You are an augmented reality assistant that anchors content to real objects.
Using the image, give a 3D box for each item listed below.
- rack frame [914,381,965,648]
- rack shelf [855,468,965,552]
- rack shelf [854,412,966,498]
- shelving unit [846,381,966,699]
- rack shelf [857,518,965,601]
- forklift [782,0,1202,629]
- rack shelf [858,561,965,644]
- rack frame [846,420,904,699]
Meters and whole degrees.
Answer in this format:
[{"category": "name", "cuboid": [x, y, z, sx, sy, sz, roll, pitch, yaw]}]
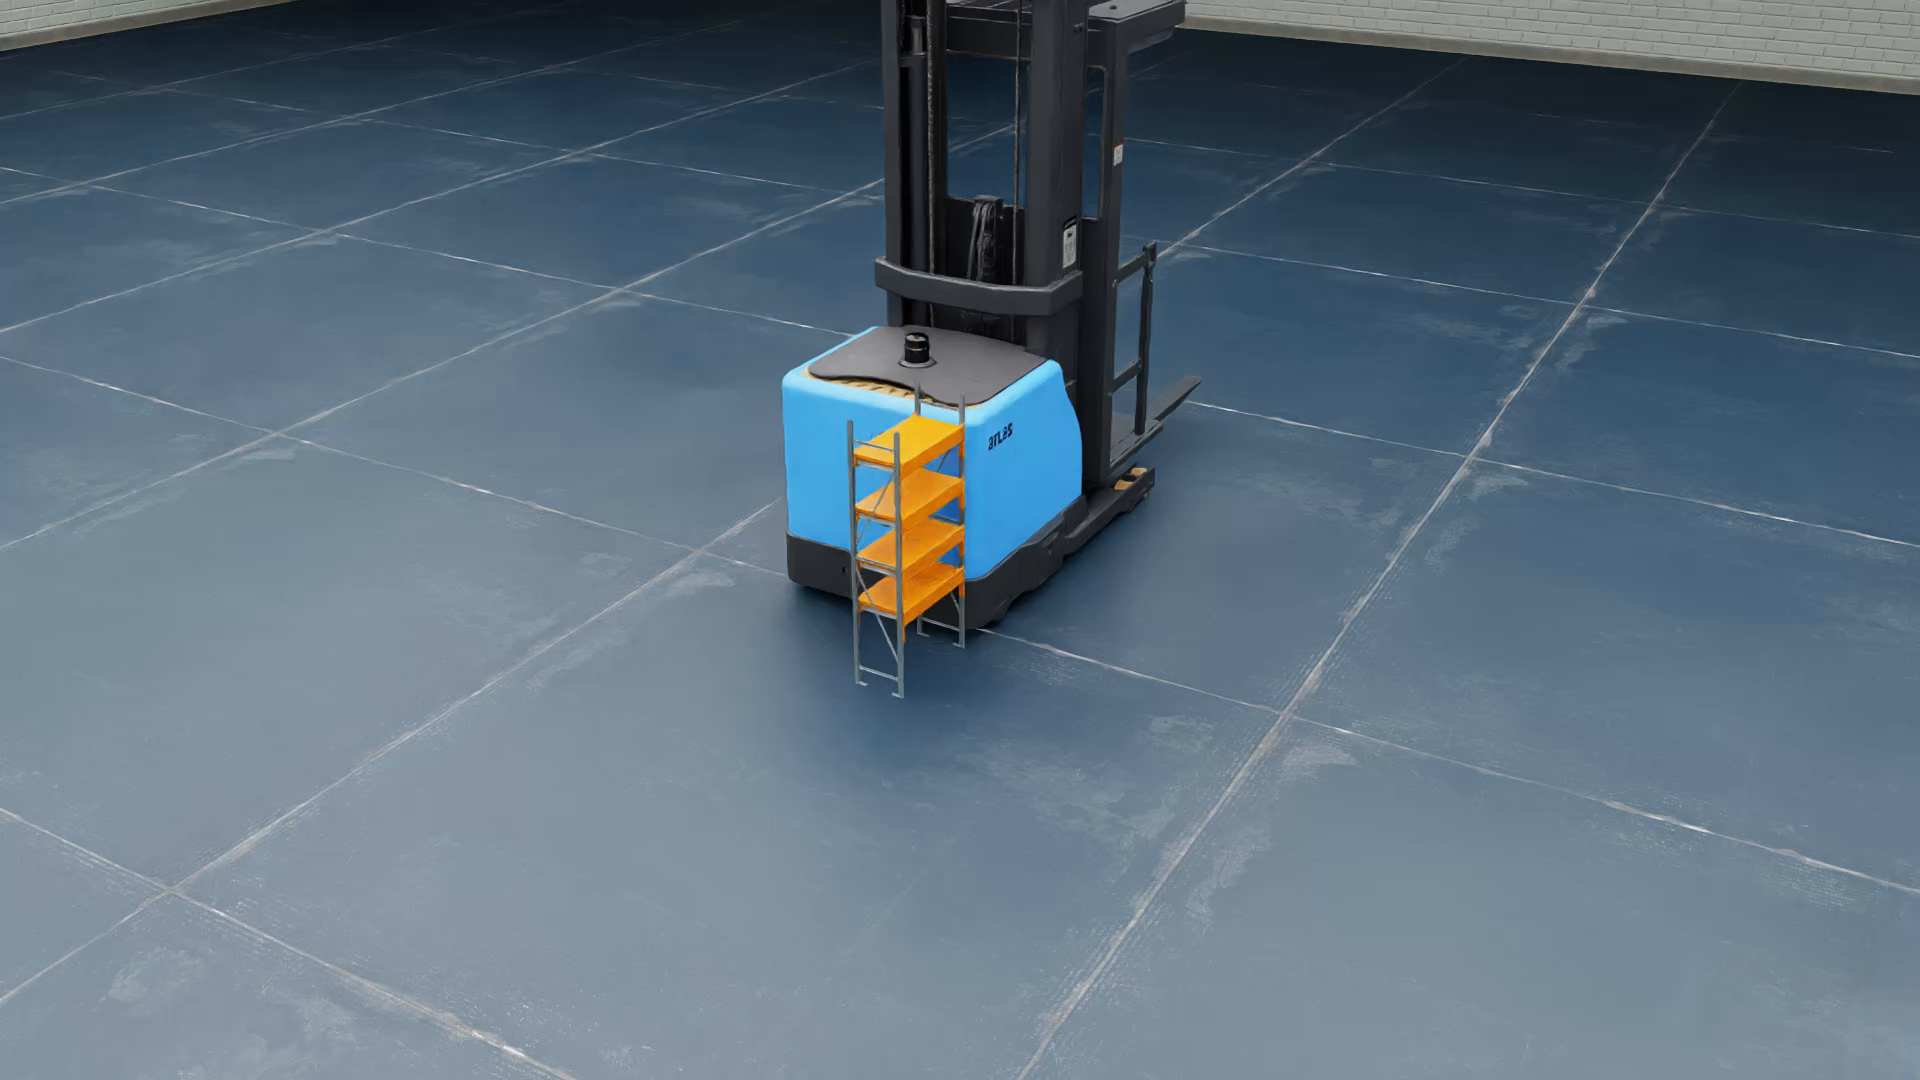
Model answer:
[{"category": "rack frame", "cuboid": [-0.084, -0.091, 7.092, 0.240, 1.200, 0.015, 15, 30, 28]}, {"category": "rack shelf", "cuboid": [-0.211, -0.138, 6.836, 0.258, 0.148, 0.480, 15, 30, 28]}, {"category": "rack shelf", "cuboid": [-0.211, -0.349, 6.730, 0.258, 0.148, 0.480, 15, 30, 28]}, {"category": "shelving unit", "cuboid": [-0.211, 0.002, 6.906, 0.258, 1.200, 0.503, 15, 30, 28]}, {"category": "rack shelf", "cuboid": [-0.211, 0.062, 6.936, 0.258, 0.148, 0.480, 15, 30, 28]}, {"category": "forklift", "cuboid": [0.364, -1.541, 8.055, 1.130, 2.935, 3.031, 14, 30, 26]}, {"category": "rack shelf", "cuboid": [-0.211, 0.240, 7.025, 0.258, 0.148, 0.480, 15, 30, 28]}, {"category": "rack frame", "cuboid": [-0.338, 0.095, 6.719, 0.240, 1.200, 0.015, 15, 30, 28]}]
